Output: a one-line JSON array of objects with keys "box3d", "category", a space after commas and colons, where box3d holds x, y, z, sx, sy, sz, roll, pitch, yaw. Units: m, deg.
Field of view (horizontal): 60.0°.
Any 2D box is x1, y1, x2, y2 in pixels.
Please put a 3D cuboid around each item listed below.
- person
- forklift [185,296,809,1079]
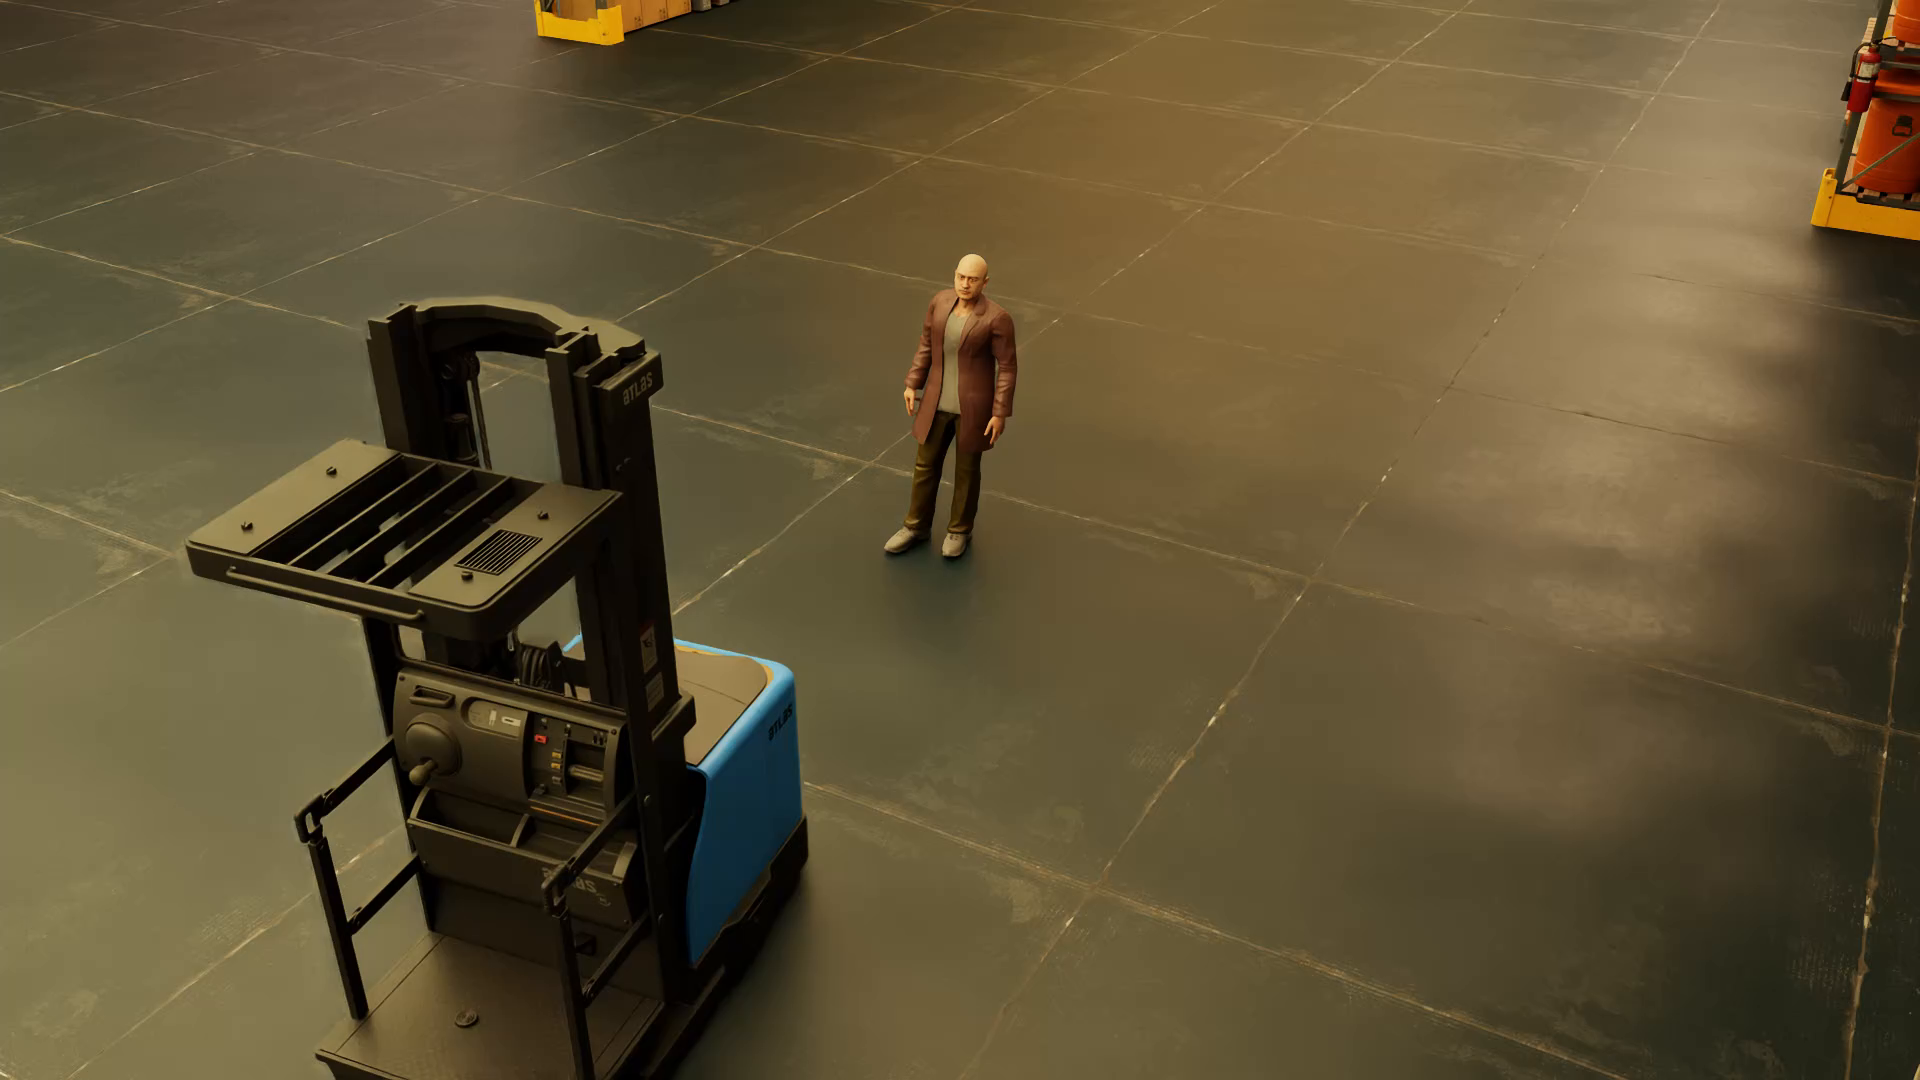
[{"box3d": [-0.048, -0.738, 9.488, 0.696, 1.776, 0.582, 15, 33, 25], "category": "person"}, {"box3d": [-1.685, 0.781, 5.717, 1.130, 2.935, 3.031, 11, 32, 18], "category": "forklift"}]
